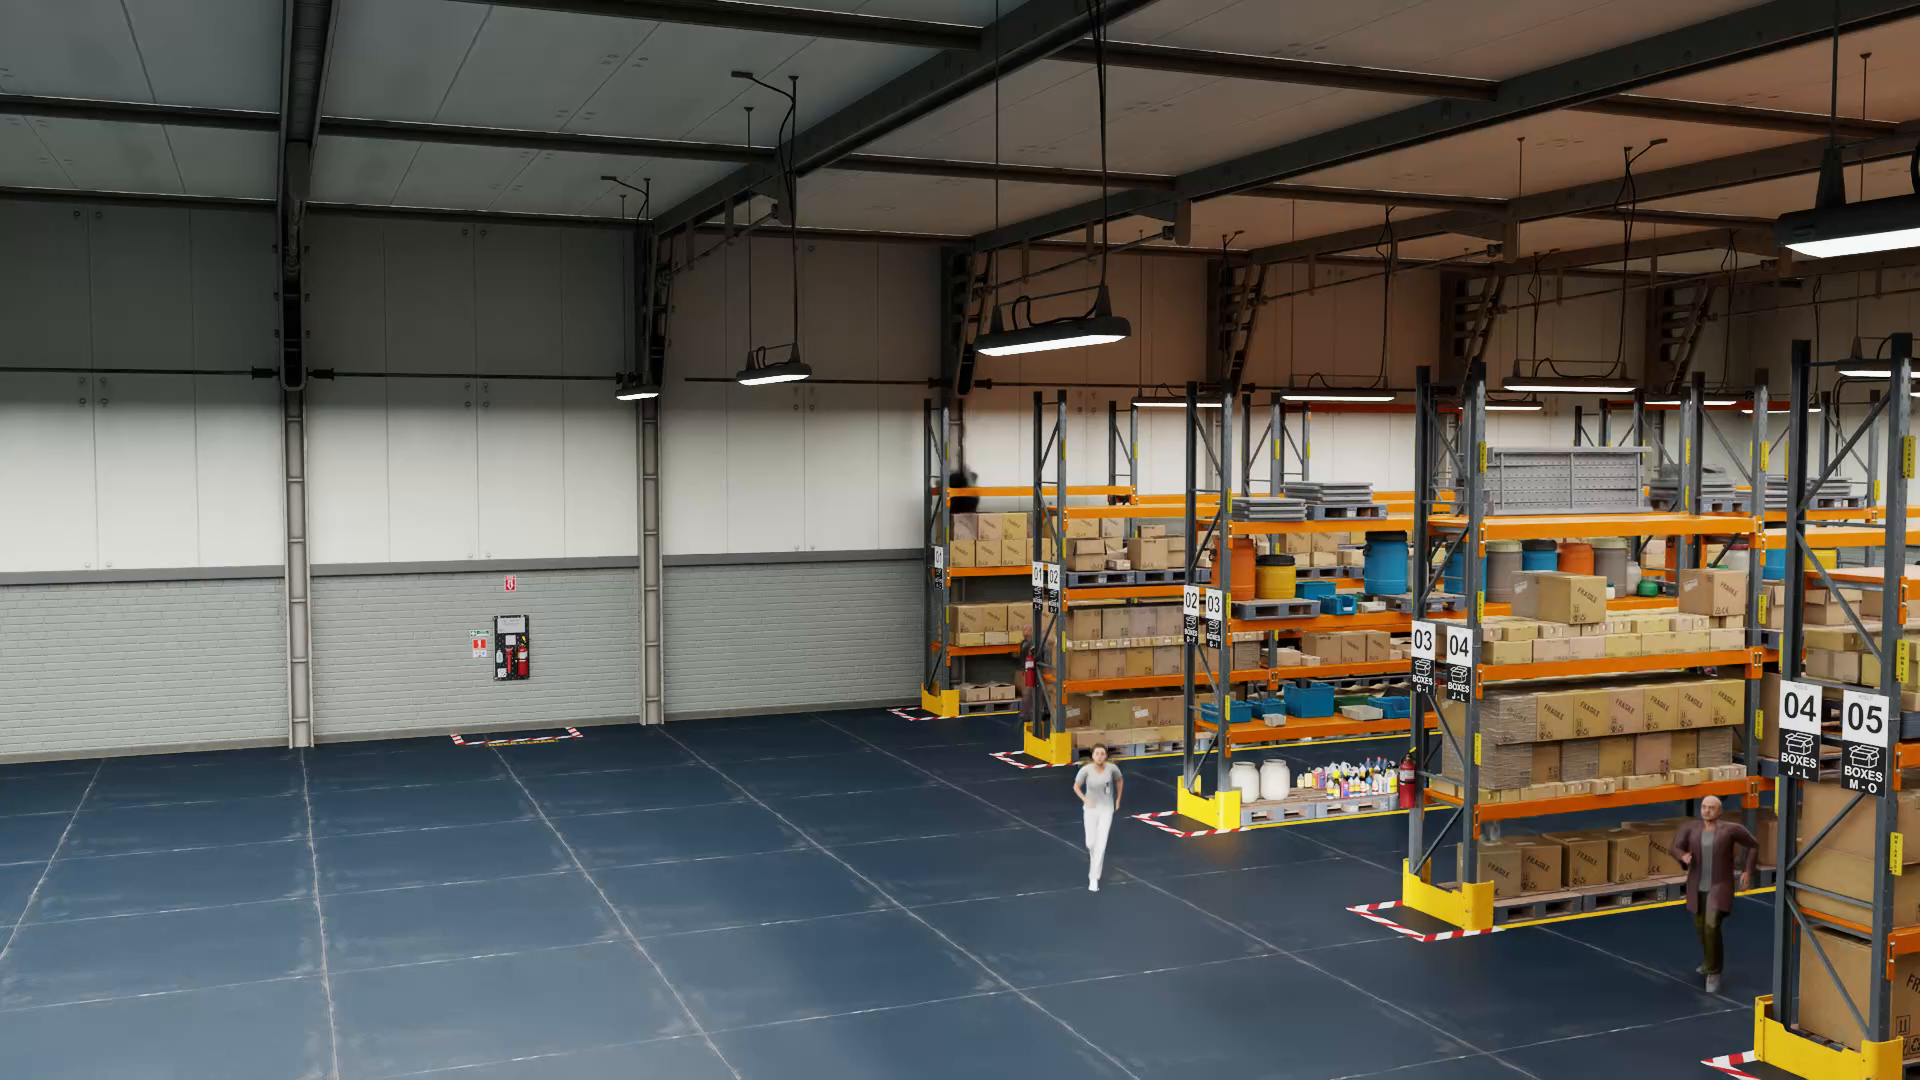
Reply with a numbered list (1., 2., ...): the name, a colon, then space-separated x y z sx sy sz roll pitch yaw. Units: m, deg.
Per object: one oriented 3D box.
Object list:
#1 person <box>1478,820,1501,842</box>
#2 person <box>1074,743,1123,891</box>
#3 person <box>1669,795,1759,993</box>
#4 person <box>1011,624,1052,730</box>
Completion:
1. person: 6.582 3.096 21.036 0.560 1.651 0.609 -2 4 -35
2. person: 1.626 3.191 19.521 0.588 1.661 0.959 0 3 3
3. person: 7.131 3.331 15.825 0.839 1.821 0.709 -3 5 -44
4. person: 1.267 2.347 28.806 0.801 1.805 0.673 -1 4 -20
